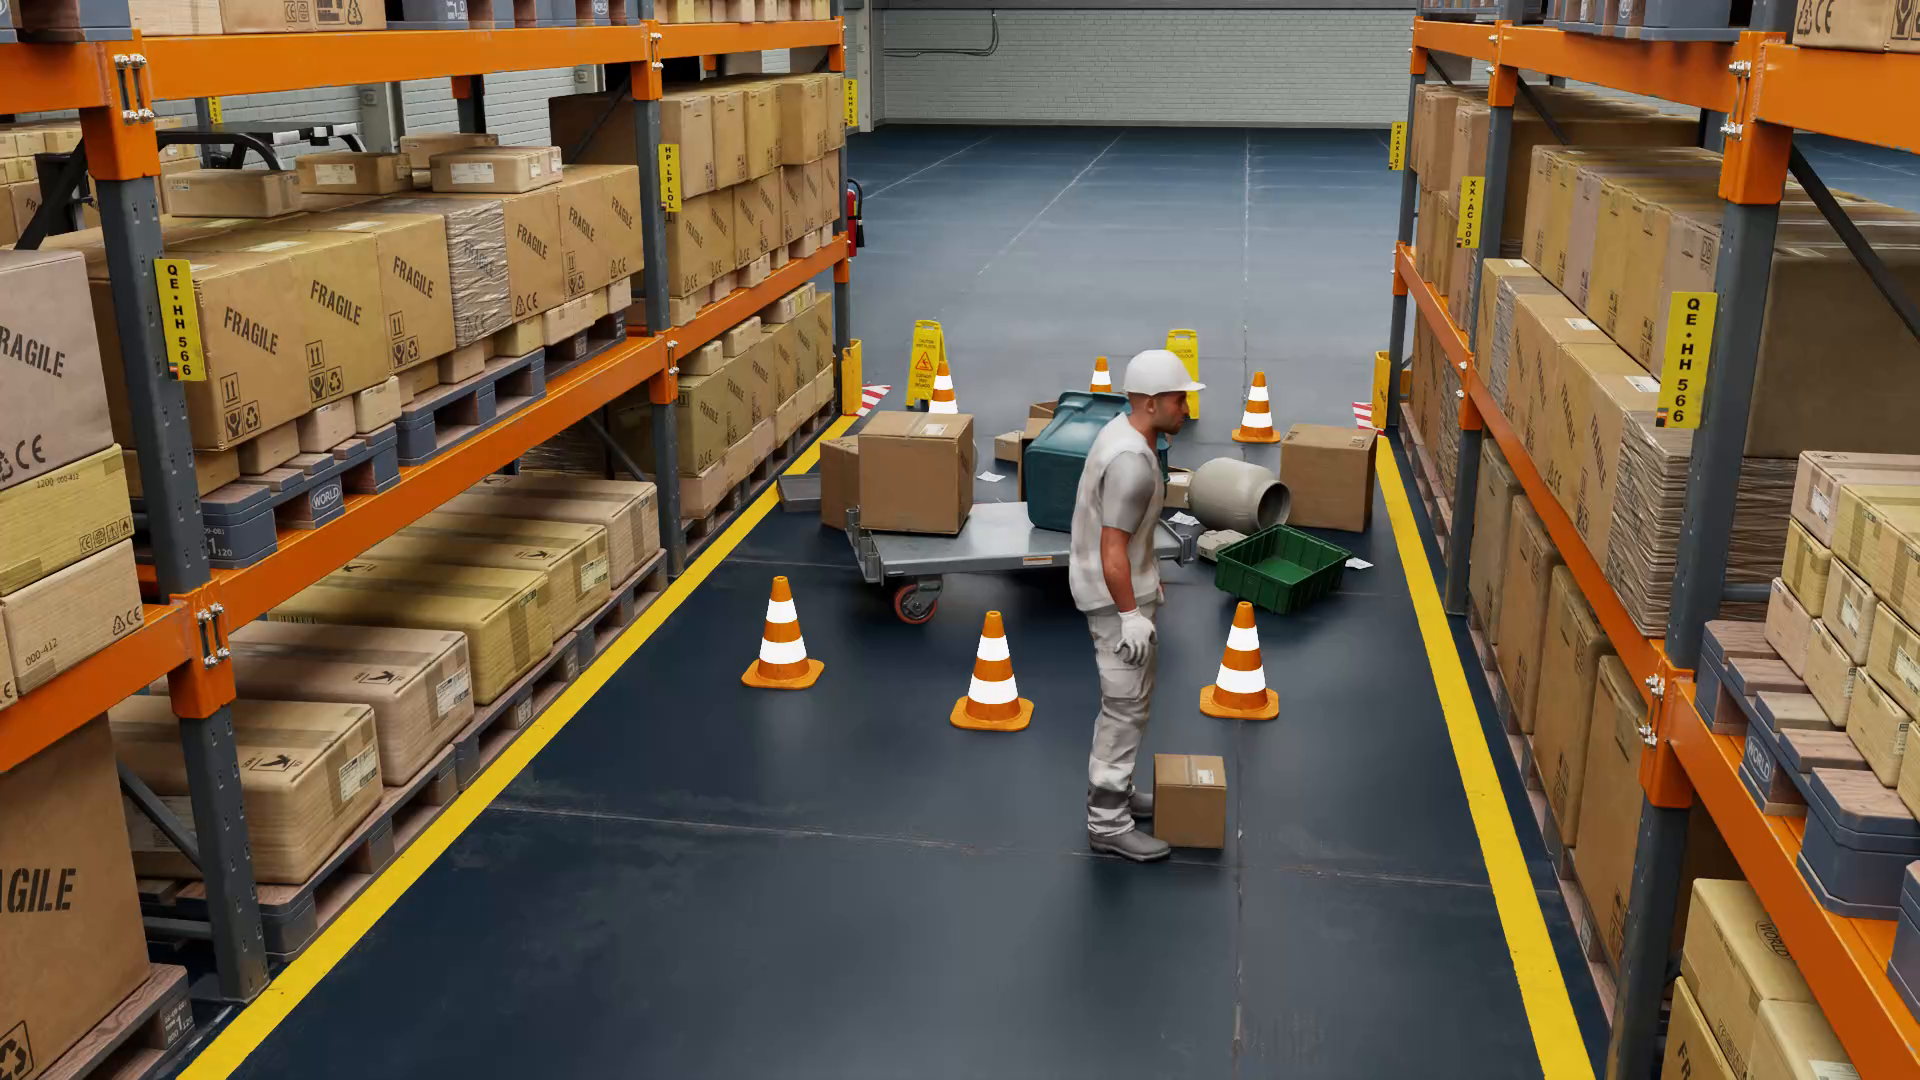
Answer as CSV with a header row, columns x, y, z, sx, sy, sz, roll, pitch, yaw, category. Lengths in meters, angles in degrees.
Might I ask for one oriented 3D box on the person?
x,y,z,sx,sy,sz,roll,pitch,yaw,category
0.608,0.212,5.862,0.448,1.780,0.608,3,18,9,person
